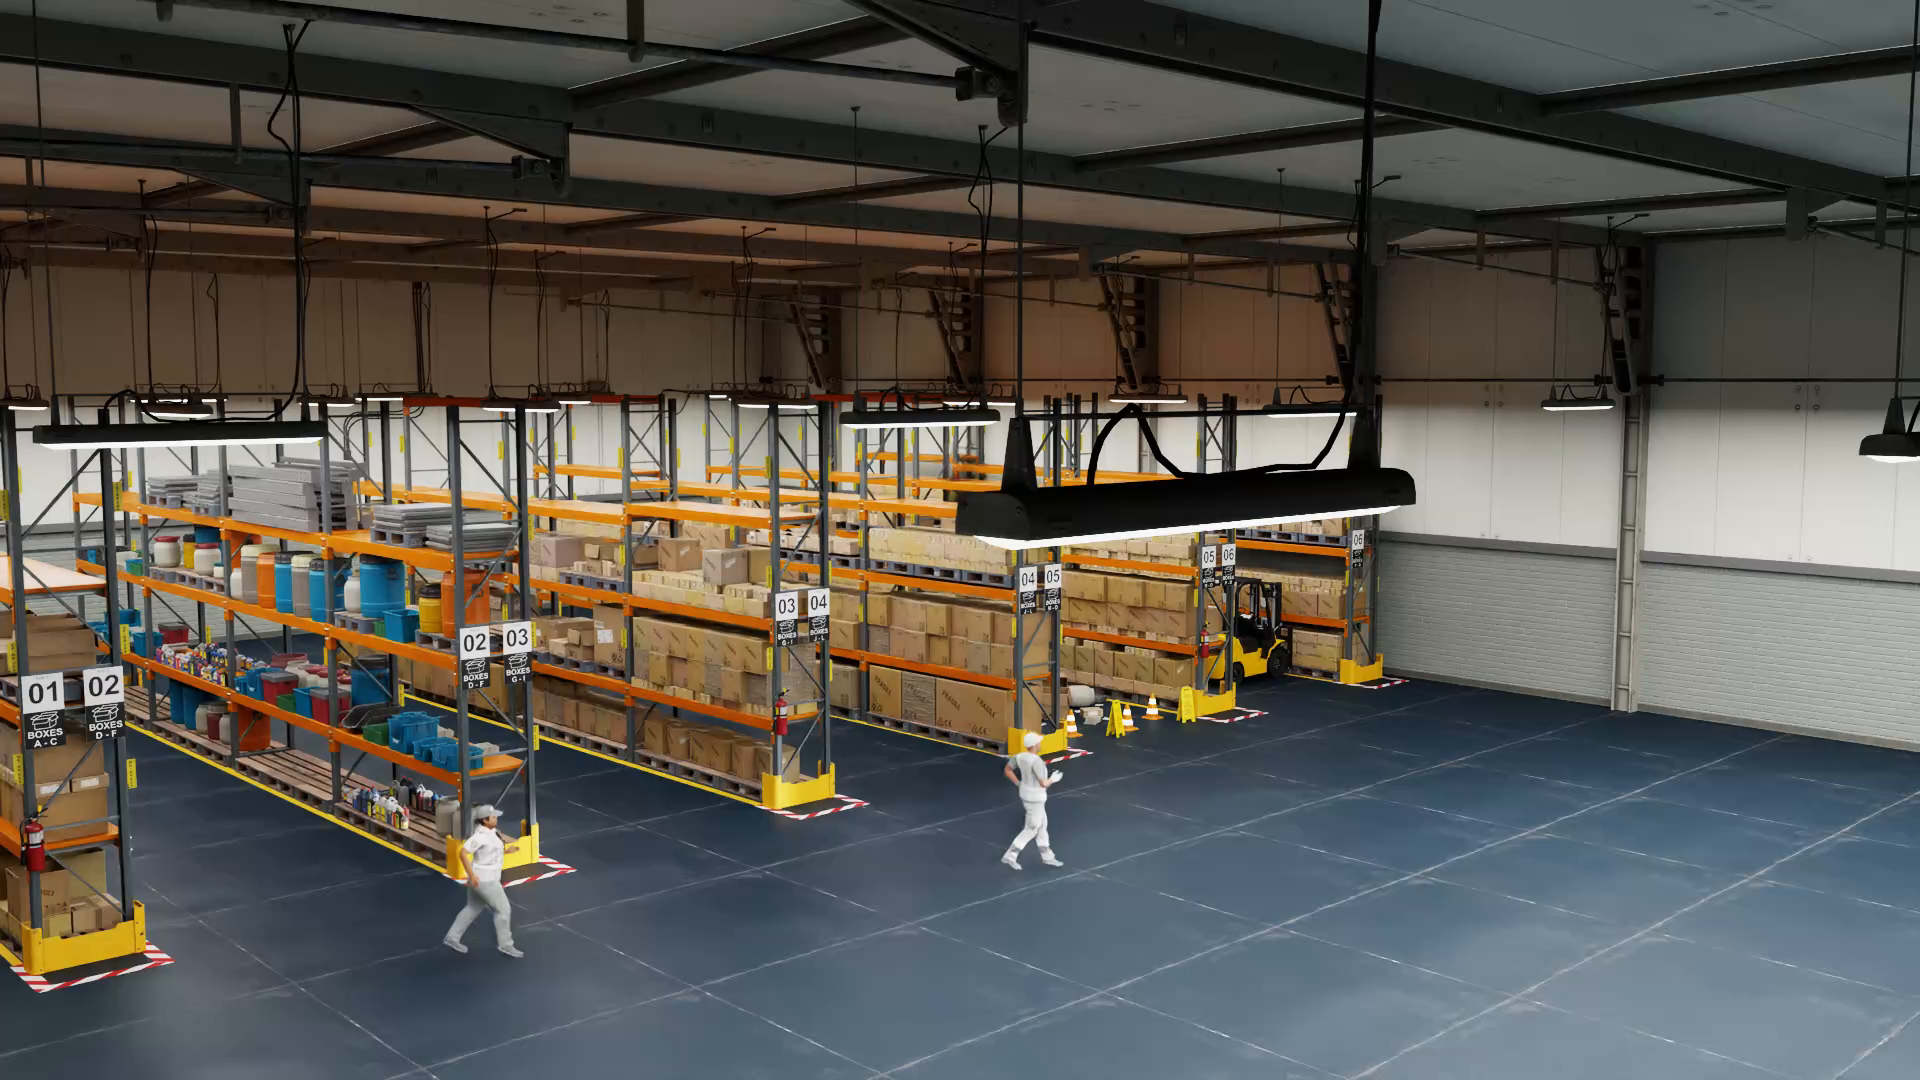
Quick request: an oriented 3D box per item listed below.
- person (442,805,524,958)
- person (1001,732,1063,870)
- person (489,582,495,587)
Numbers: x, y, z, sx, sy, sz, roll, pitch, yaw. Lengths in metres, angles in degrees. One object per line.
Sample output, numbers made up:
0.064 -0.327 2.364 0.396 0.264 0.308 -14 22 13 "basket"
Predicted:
-5.220 3.740 18.157 0.838 1.711 0.571 -2 6 -18 "person"
0.942 3.352 21.288 0.915 1.806 0.644 -2 6 -20 "person"
-11.008 1.790 38.933 0.662 1.605 0.609 -1 6 -8 "person"
